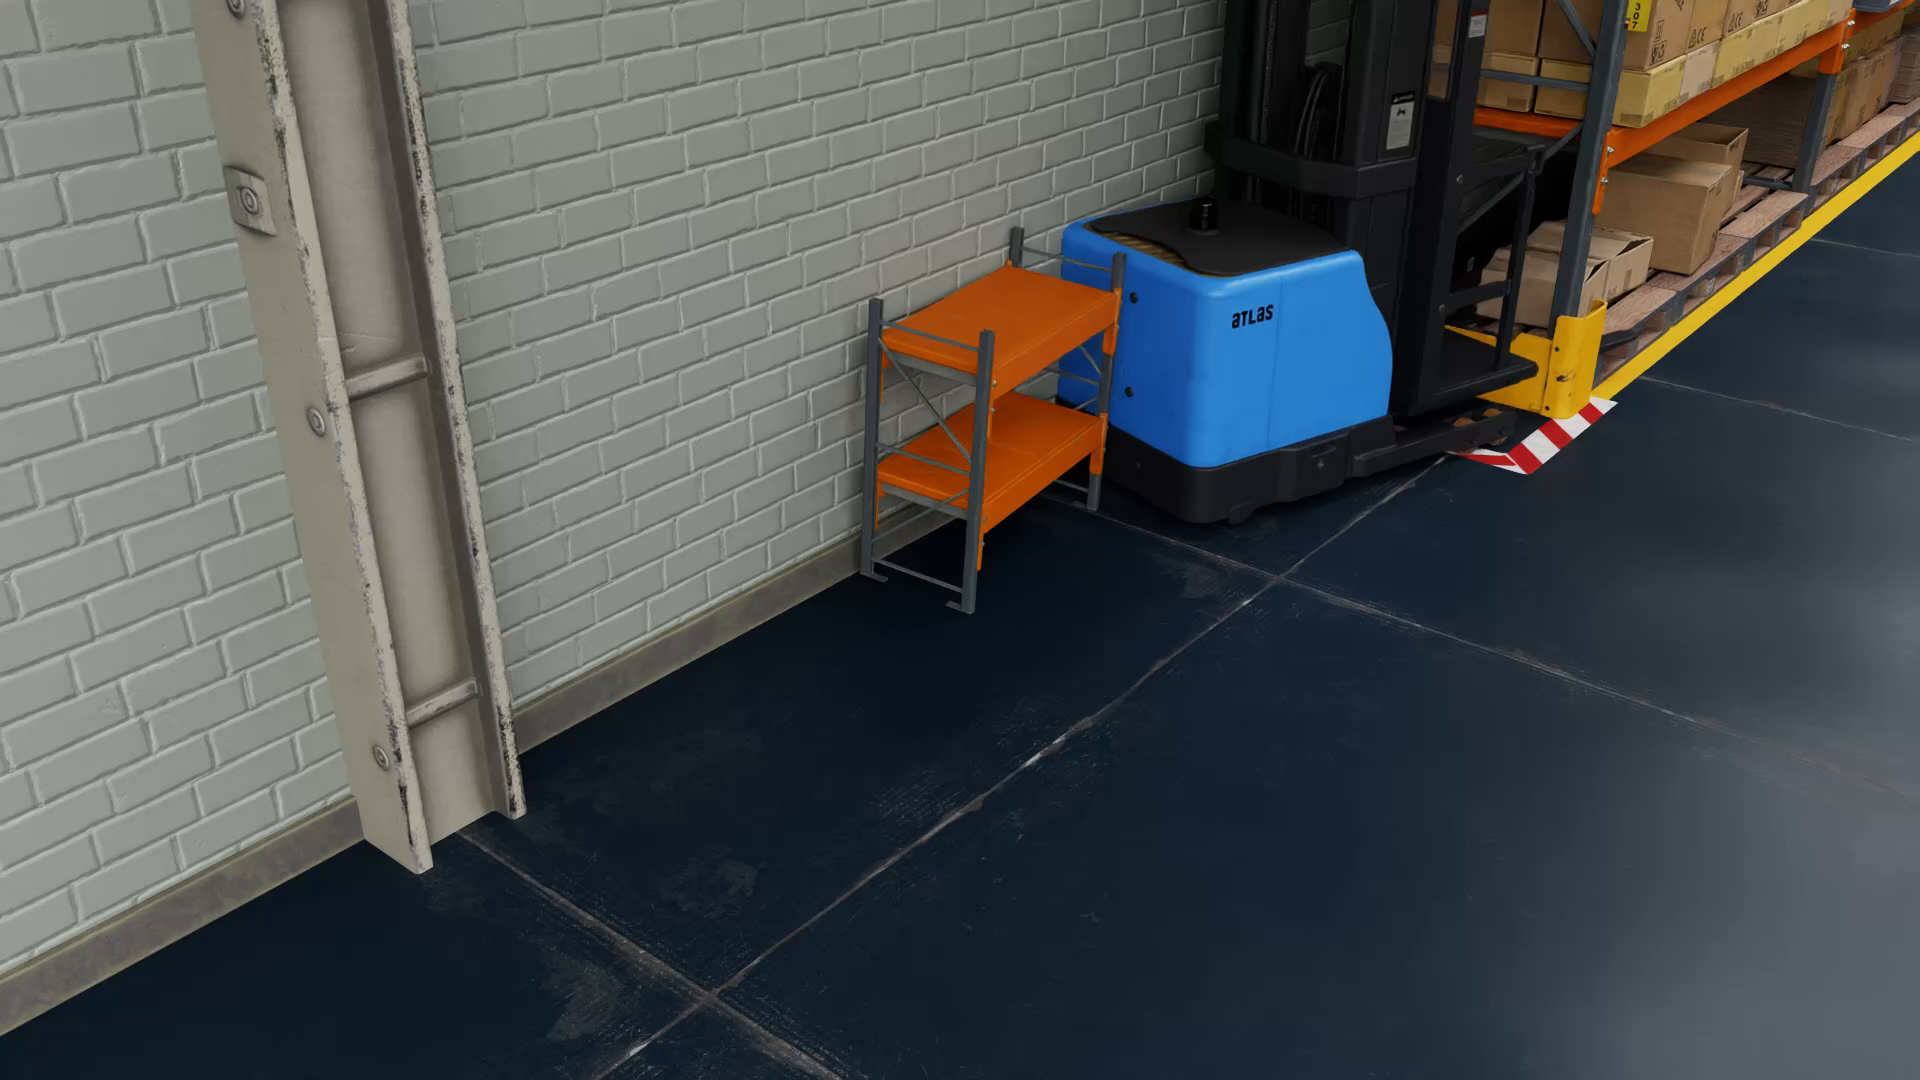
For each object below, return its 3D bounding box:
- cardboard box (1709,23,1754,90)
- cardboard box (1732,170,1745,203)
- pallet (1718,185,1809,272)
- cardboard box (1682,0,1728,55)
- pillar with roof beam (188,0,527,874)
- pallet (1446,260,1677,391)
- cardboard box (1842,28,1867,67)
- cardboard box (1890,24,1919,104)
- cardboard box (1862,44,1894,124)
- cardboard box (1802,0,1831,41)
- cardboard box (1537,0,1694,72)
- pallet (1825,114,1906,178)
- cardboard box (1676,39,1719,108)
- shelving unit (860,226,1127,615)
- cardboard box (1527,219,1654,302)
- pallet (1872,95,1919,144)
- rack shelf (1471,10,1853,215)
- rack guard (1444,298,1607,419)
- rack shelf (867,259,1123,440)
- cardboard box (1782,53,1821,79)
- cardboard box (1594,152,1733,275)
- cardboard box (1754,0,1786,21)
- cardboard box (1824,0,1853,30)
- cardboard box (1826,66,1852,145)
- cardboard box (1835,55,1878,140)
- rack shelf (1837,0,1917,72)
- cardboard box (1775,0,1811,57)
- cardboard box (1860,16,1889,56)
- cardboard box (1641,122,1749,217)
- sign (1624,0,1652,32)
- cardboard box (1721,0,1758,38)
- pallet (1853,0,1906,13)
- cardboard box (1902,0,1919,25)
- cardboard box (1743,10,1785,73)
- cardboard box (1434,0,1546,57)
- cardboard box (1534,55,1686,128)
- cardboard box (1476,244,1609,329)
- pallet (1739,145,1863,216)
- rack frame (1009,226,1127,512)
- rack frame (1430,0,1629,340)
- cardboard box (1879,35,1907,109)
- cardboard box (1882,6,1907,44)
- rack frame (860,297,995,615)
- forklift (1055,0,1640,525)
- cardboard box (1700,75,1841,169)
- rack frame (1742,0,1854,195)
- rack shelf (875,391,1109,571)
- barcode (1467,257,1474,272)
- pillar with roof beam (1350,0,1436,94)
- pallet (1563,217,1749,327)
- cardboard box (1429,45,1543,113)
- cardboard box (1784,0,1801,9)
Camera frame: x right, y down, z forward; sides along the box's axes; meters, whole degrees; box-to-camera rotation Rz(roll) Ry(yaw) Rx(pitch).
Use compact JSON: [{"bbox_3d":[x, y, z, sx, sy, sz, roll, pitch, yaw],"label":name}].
[{"bbox_3d":[3.665,-2.485,8.430,0.500,0.250,0.500,20,34,34],"label":"cardboard box"},{"bbox_3d":[4.689,-2.252,10.443,0.380,0.166,0.250,16,31,28],"label":"cardboard box"},{"bbox_3d":[4.606,-2.026,10.437,1.003,0.211,1.213,21,34,34],"label":"pallet"},{"bbox_3d":[3.320,-2.624,7.883,0.500,0.500,0.500,21,34,35],"label":"cardboard box"},{"bbox_3d":[1.745,-1.875,0.581,9.100,9.000,0.400,21,34,34],"label":"pillar with roof beam"},{"bbox_3d":[3.054,-1.161,8.765,1.003,0.211,1.213,21,34,34],"label":"pallet"},{"bbox_3d":[6.067,-3.540,11.754,0.500,0.250,0.500,20,33,33],"label":"cardboard box"},{"bbox_3d":[7.133,-3.746,12.968,0.700,0.500,0.500,21,34,35],"label":"cardboard box"},{"bbox_3d":[6.421,-3.413,12.324,0.700,0.500,0.500,21,34,34],"label":"cardboard box"},{"bbox_3d":[4.616,-3.025,9.474,0.500,0.250,0.500,21,34,35],"label":"cardboard box"},{"bbox_3d":[2.998,-2.452,7.550,0.500,0.500,0.500,21,34,34],"label":"cardboard box"},{"bbox_3d":[6.276,-2.986,12.292,1.003,0.211,1.213,21,34,34],"label":"pallet"},{"bbox_3d":[3.337,-2.306,8.084,0.500,0.250,0.500,20,33,33],"label":"cardboard box"},{"bbox_3d":[0.131,-0.490,6.438,0.538,1.125,1.048,19,33,25],"label":"shelving unit"},{"bbox_3d":[3.334,-1.517,8.866,0.500,0.311,0.500,24,36,38],"label":"cardboard box"},{"bbox_3d":[7.052,-3.416,13.124,1.003,0.211,1.213,21,34,34],"label":"pallet"},{"bbox_3d":[3.734,-2.485,9.071,1.077,0.370,4.000,21,34,34],"label":"rack shelf"},{"bbox_3d":[2.510,-1.012,8.162,1.175,0.500,0.348,21,34,34],"label":"rack guard"},{"bbox_3d":[0.148,-0.745,6.295,0.538,0.278,1.000,19,33,25],"label":"rack shelf"},{"bbox_3d":[5.739,-3.354,11.395,0.500,0.250,0.500,20,33,33],"label":"cardboard box"},{"bbox_3d":[3.839,-1.847,9.297,0.700,0.500,0.500,18,33,31],"label":"cardboard box"},{"bbox_3d":[3.972,-2.992,8.594,0.500,0.500,0.500,22,35,36],"label":"cardboard box"},{"bbox_3d":[4.939,-3.199,9.811,0.500,0.250,0.500,21,34,35],"label":"cardboard box"},{"bbox_3d":[5.752,-3.062,11.646,0.700,0.500,0.500,20,33,33],"label":"cardboard box"},{"bbox_3d":[6.107,-3.231,11.973,0.700,0.500,0.500,21,34,35],"label":"cardboard box"},{"bbox_3d":[6.279,-3.903,11.813,1.077,0.370,4.000,21,34,34],"label":"rack shelf"},{"bbox_3d":[4.308,-2.842,9.120,0.500,0.250,0.500,21,34,34],"label":"cardboard box"},{"bbox_3d":[6.399,-3.712,12.085,0.500,0.250,0.500,21,34,34],"label":"cardboard box"},{"bbox_3d":[4.377,-2.219,10.016,0.500,0.500,0.500,18,32,31],"label":"cardboard box"},{"bbox_3d":[2.881,-2.321,7.030,0.100,0.325,0.005,21,34,34],"label":"sign"},{"bbox_3d":[3.653,-2.805,8.234,0.500,0.500,0.500,19,33,33],"label":"cardboard box"},{"bbox_3d":[5.605,-3.656,10.762,1.003,0.211,1.213,21,34,34],"label":"pallet"},{"bbox_3d":[8.120,-4.386,13.845,0.750,0.750,0.750,20,34,34],"label":"cardboard box"},{"bbox_3d":[3.989,-2.663,8.775,0.500,0.250,0.500,21,34,35],"label":"cardboard box"},{"bbox_3d":[2.598,-2.600,7.836,0.500,0.500,0.500,20,34,34],"label":"cardboard box"},{"bbox_3d":[3.018,-2.117,7.720,0.500,0.250,0.500,20,33,33],"label":"cardboard box"},{"bbox_3d":[2.972,-1.315,8.475,0.500,0.311,0.500,17,32,29],"label":"cardboard box"},{"bbox_3d":[5.500,-2.551,11.452,1.003,0.211,1.213,21,34,34],"label":"pallet"},{"bbox_3d":[0.395,-0.689,6.824,0.500,1.125,0.032,19,33,25],"label":"rack frame"},{"bbox_3d":[2.462,-2.095,7.535,1.000,3.000,0.127,21,34,34],"label":"rack frame"},{"bbox_3d":[6.716,-3.597,12.681,0.700,0.500,0.500,21,34,34],"label":"cardboard box"},{"bbox_3d":[6.722,-3.895,12.441,0.500,0.250,0.500,21,34,35],"label":"cardboard box"},{"bbox_3d":[-0.133,-0.291,6.051,0.500,1.125,0.032,19,33,25],"label":"rack frame"},{"bbox_3d":[1.922,-1.869,7.173,3.031,2.935,1.130,-17,32,-29],"label":"forklift"},{"bbox_3d":[5.462,-2.864,11.264,0.700,0.500,0.500,22,35,36],"label":"cardboard box"},{"bbox_3d":[5.006,-3.513,10.277,1.000,3.000,0.127,21,34,34],"label":"rack frame"},{"bbox_3d":[0.117,-0.277,6.557,0.538,0.278,1.000,19,33,25],"label":"rack shelf"},{"bbox_3d":[2.675,-1.443,8.712,0.001,0.075,0.075,21,34,34],"label":"barcode"},{"bbox_3d":[5.562,-4.002,4.693,9.100,9.000,0.400,21,34,34],"label":"pillar with roof beam"},{"bbox_3d":[3.831,-1.592,9.597,1.003,0.211,1.213,21,34,34],"label":"pallet"},{"bbox_3d":[2.610,-2.260,7.995,0.500,0.250,0.500,21,34,35],"label":"cardboard box"},{"bbox_3d":[4.303,-3.177,8.951,0.500,0.500,0.500,20,33,33],"label":"cardboard box"}]
